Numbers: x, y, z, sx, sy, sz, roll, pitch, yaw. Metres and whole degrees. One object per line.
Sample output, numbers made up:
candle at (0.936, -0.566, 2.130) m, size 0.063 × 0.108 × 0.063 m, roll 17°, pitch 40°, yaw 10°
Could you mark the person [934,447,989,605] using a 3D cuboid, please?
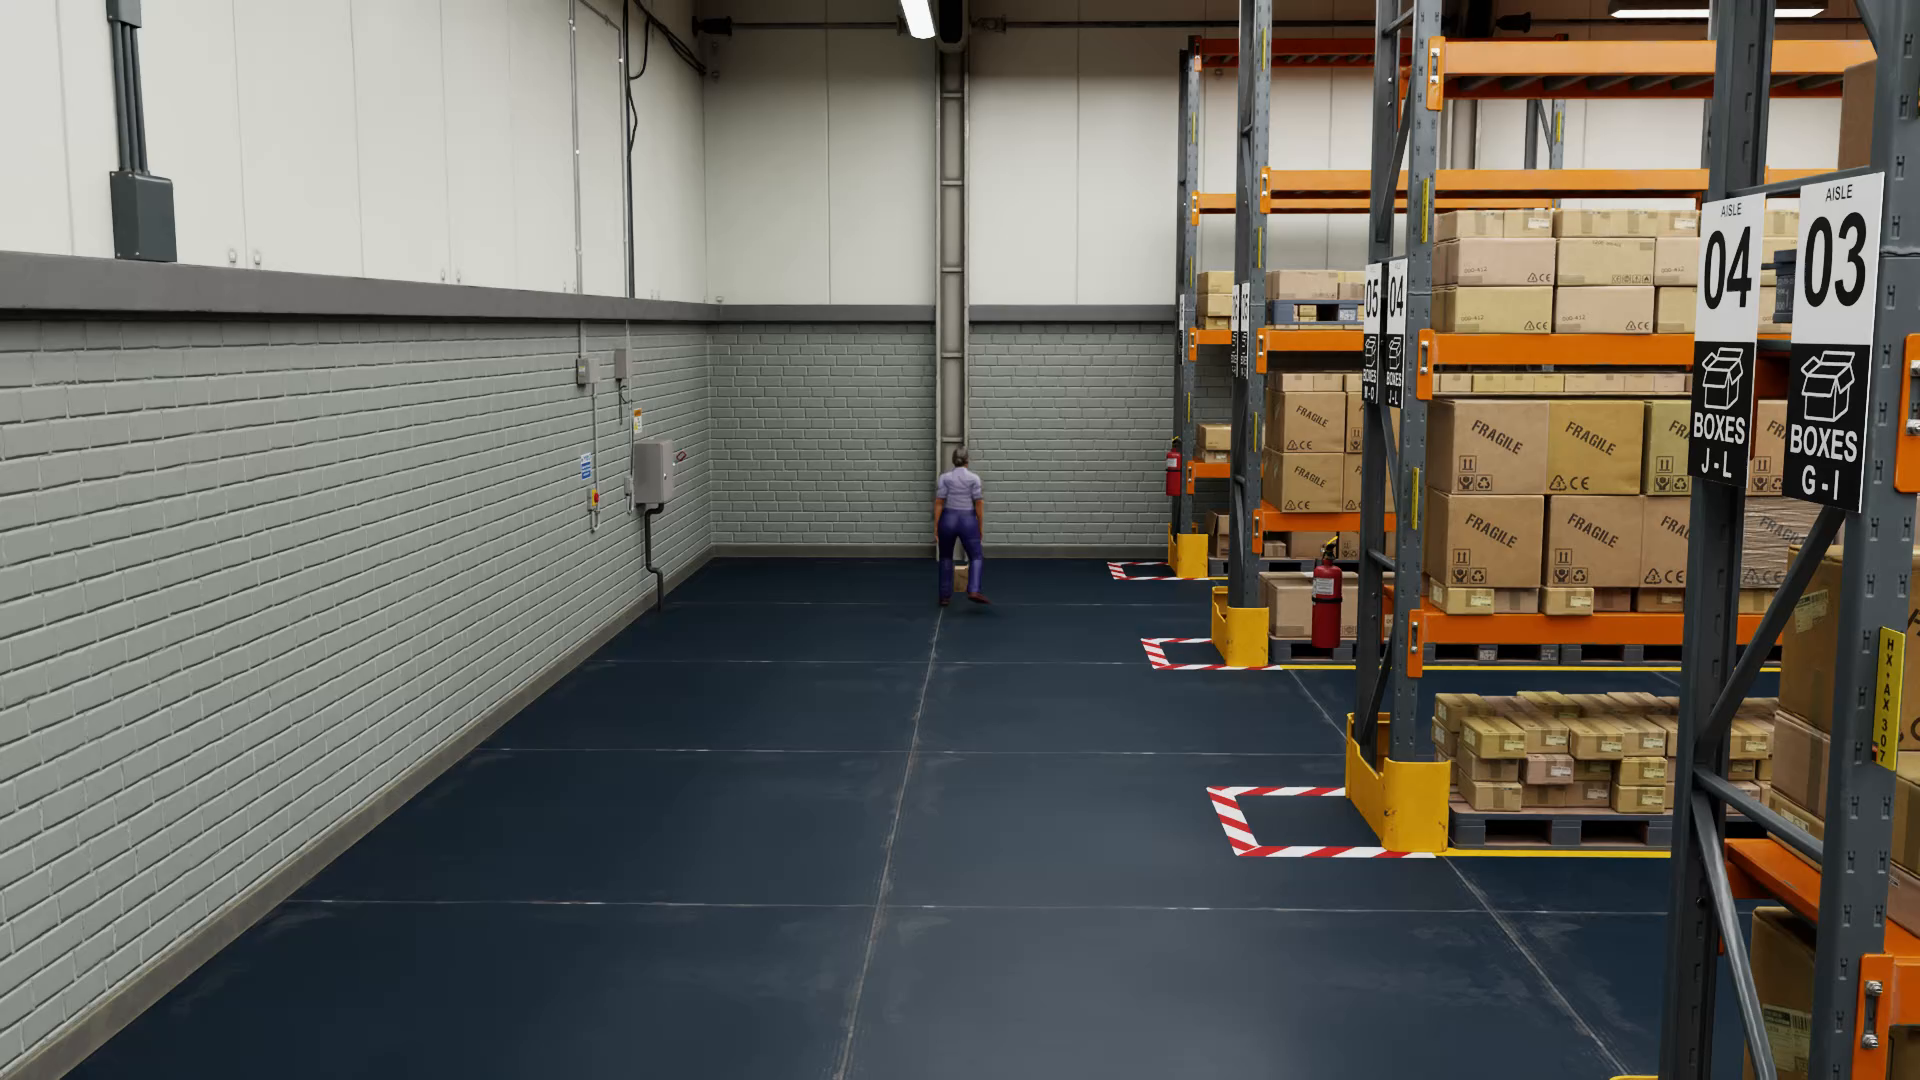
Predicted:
person at (0.021, -0.125, 16.840) m, size 0.577 × 1.622 × 0.698 m, roll 1°, pitch 7°, yaw 5°
